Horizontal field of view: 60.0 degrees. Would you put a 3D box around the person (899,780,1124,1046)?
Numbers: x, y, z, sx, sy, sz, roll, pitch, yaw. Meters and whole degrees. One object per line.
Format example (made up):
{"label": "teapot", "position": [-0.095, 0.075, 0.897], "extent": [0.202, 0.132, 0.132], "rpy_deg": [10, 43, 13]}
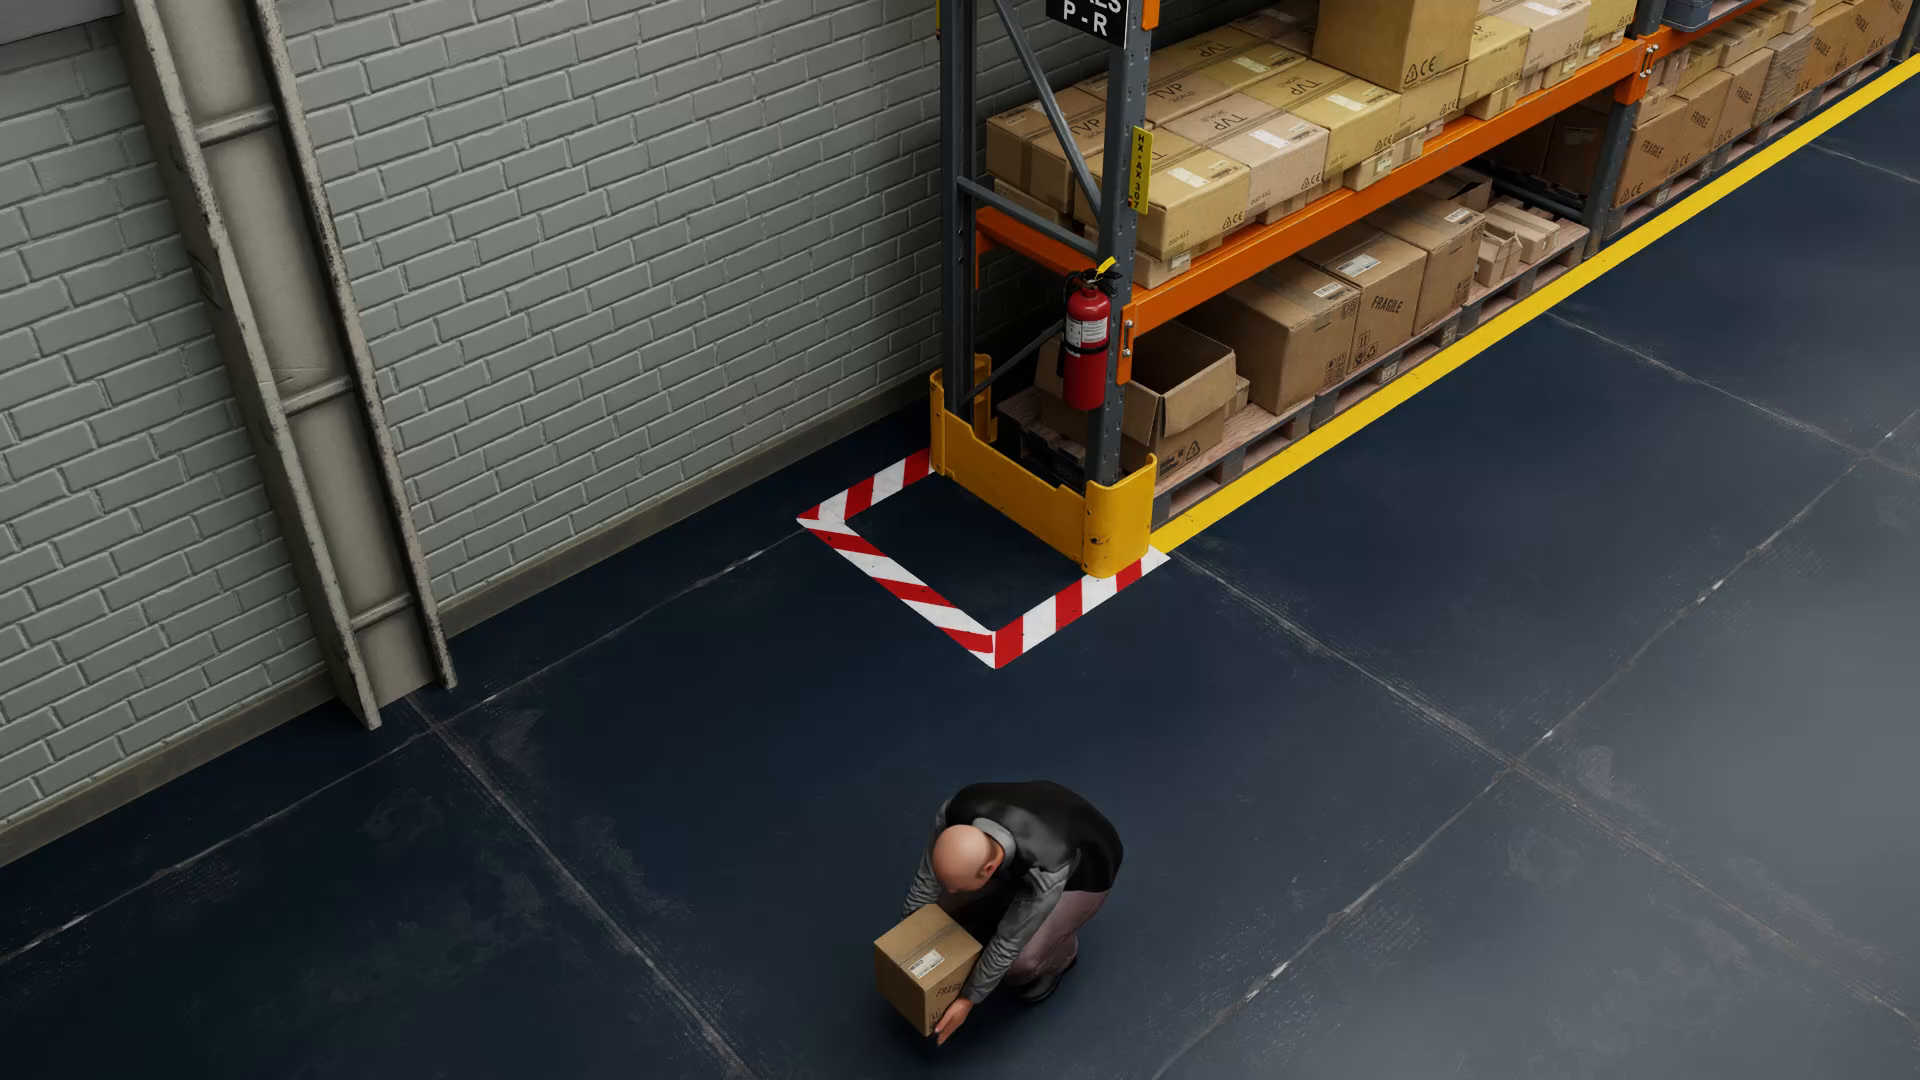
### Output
{"label": "person", "position": [0.153, 1.124, 5.425], "extent": [0.876, 0.960, 0.524], "rpy_deg": [-31, 49, -32]}
